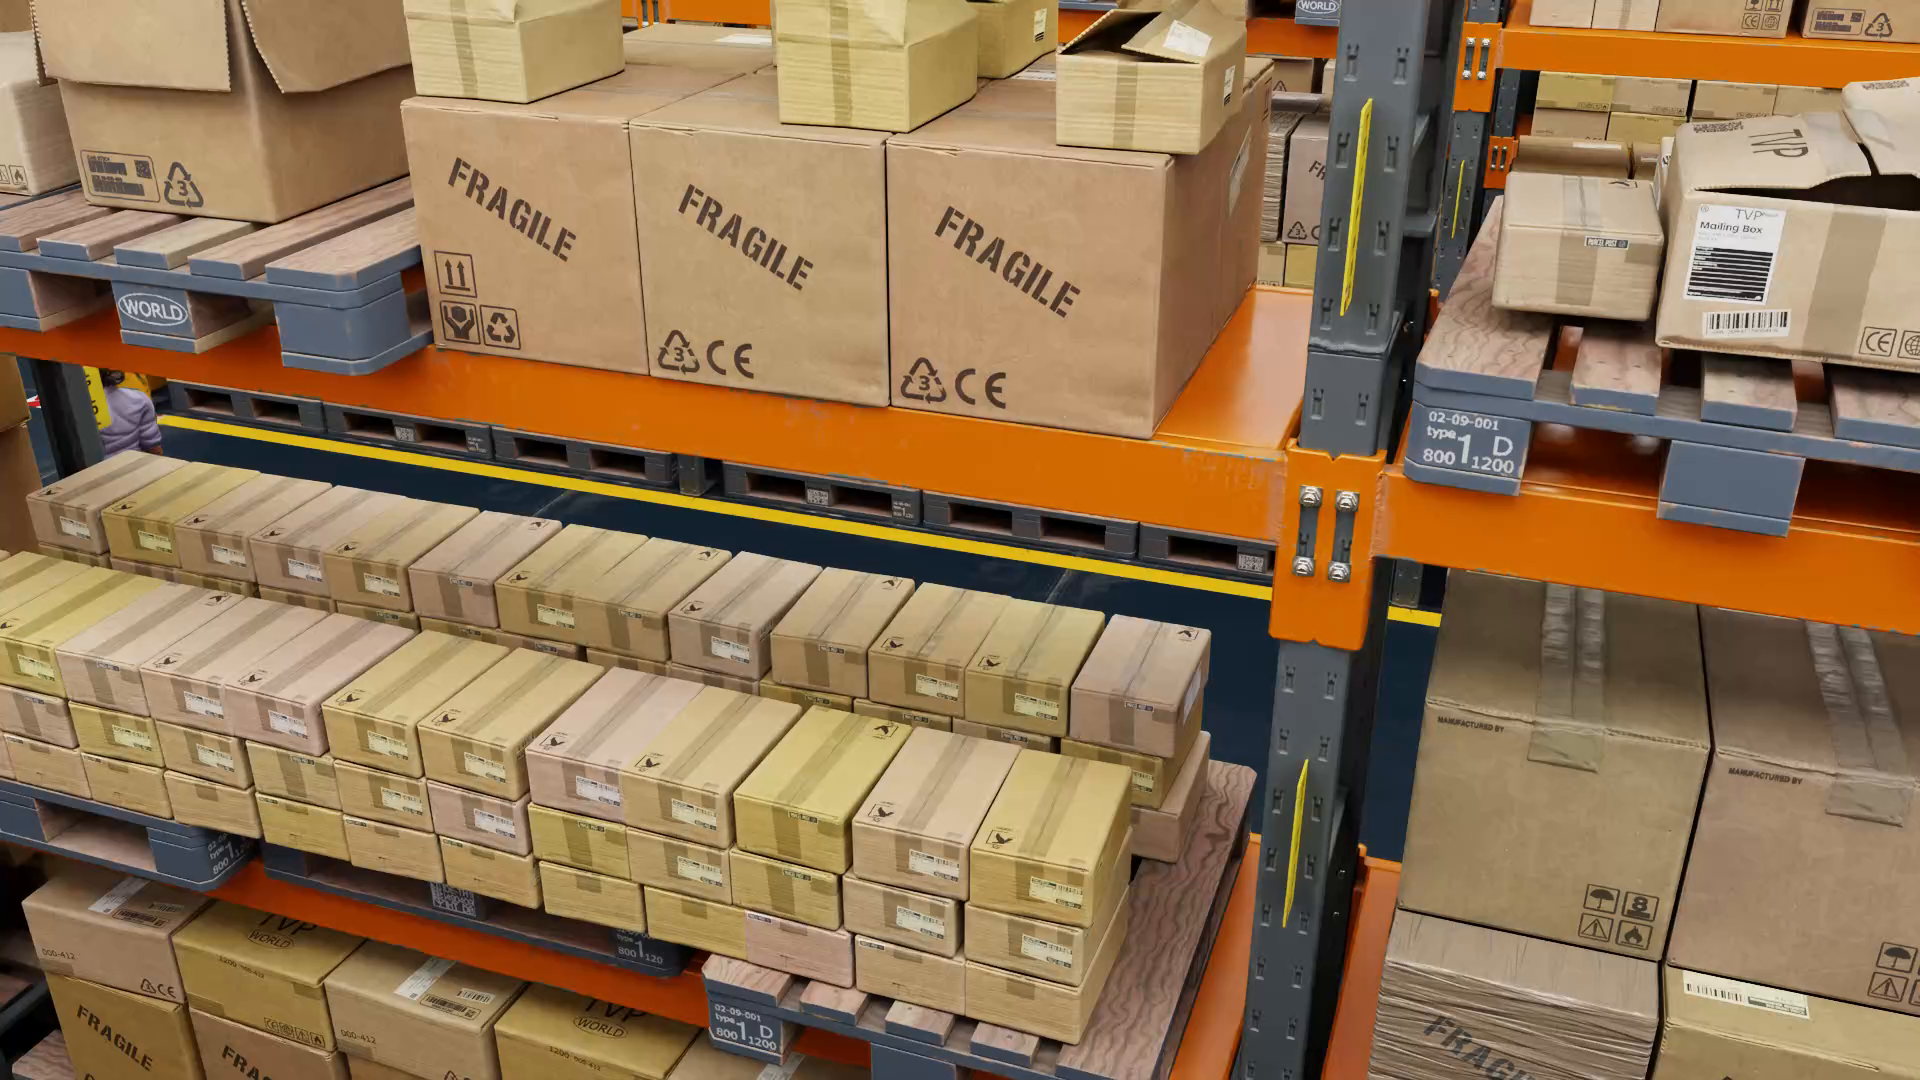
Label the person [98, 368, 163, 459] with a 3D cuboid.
[{"bbox_3d":[-3.667,-0.101,7.306,0.683,1.623,0.482,8,27,17],"label":"person"}]
